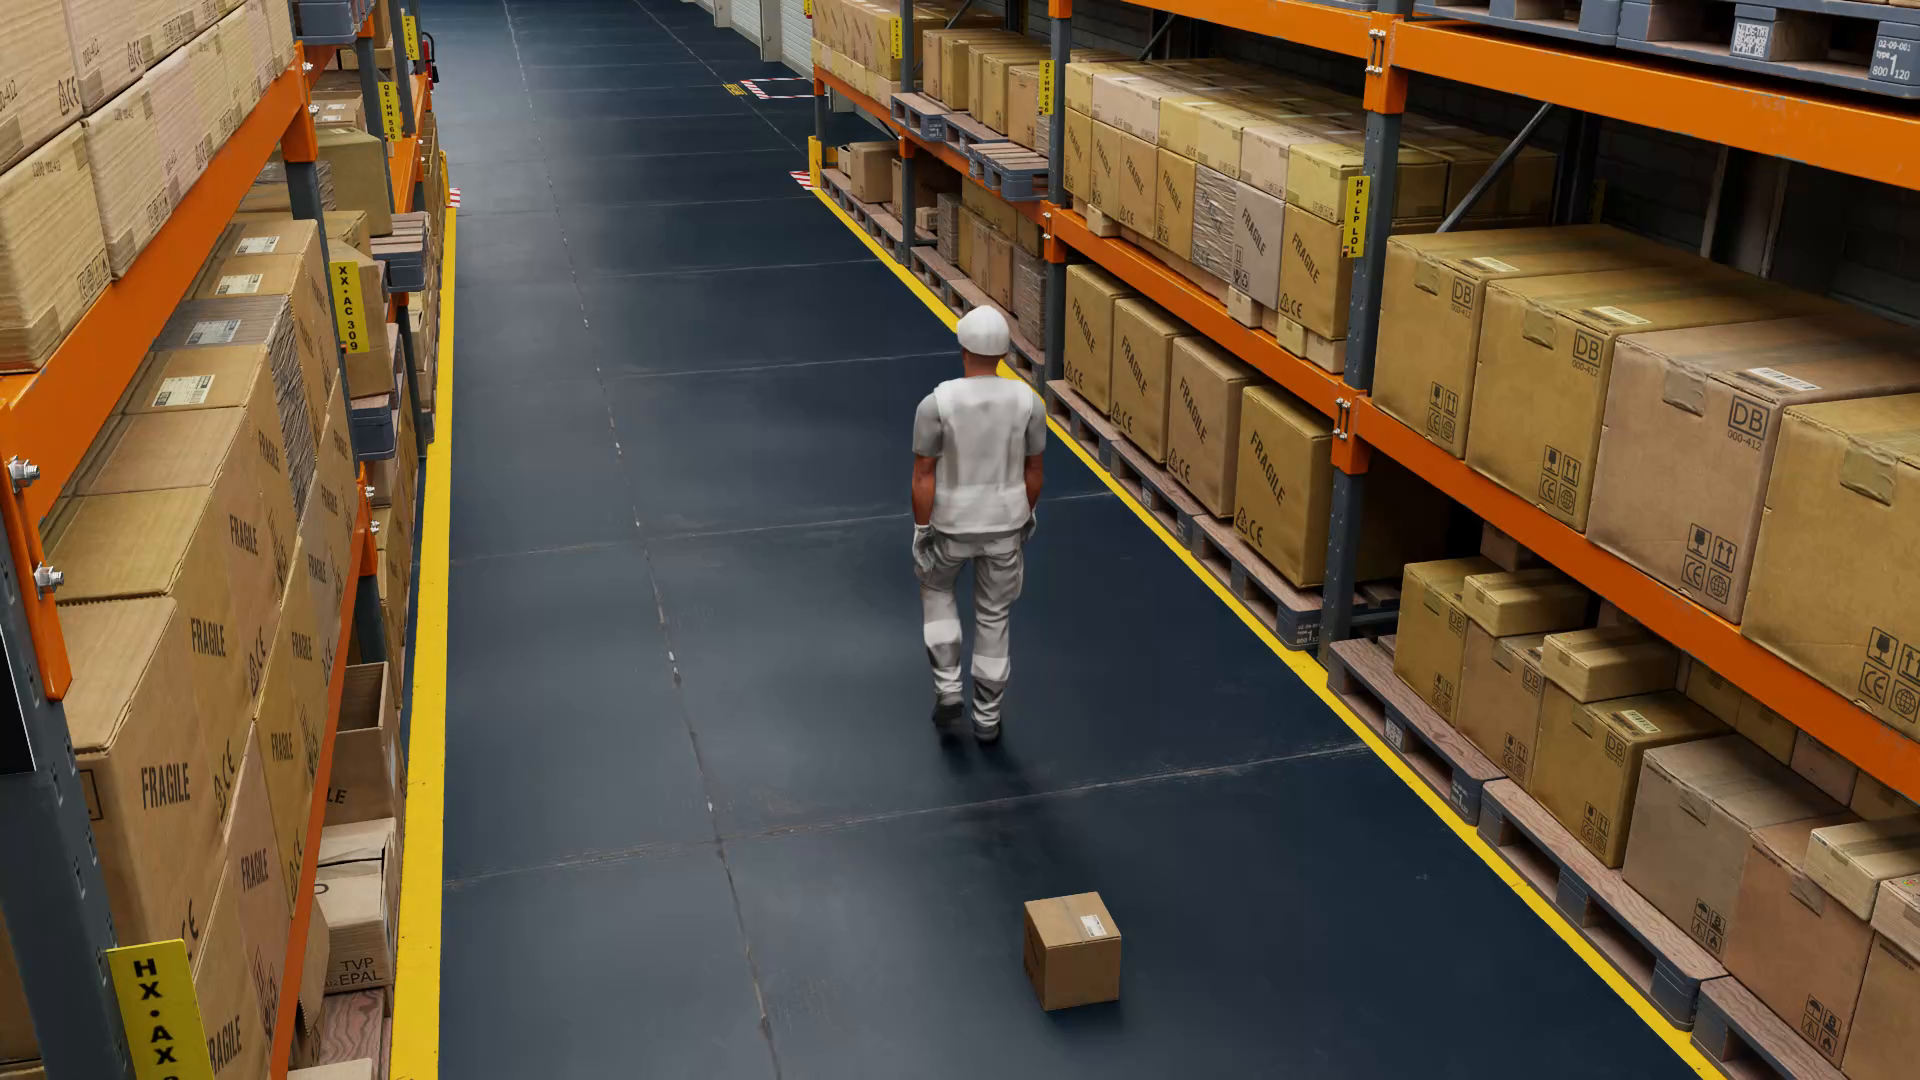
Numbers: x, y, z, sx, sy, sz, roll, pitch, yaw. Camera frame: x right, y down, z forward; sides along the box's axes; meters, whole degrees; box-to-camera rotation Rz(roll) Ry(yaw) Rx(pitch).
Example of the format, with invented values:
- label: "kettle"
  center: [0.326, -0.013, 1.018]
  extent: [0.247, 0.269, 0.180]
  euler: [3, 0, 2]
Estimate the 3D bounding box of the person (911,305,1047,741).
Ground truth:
- label: "person"
  center: [0.065, -0.061, 6.670]
  extent: [0.539, 1.812, 0.449]
  euler: [-2, 23, -5]
